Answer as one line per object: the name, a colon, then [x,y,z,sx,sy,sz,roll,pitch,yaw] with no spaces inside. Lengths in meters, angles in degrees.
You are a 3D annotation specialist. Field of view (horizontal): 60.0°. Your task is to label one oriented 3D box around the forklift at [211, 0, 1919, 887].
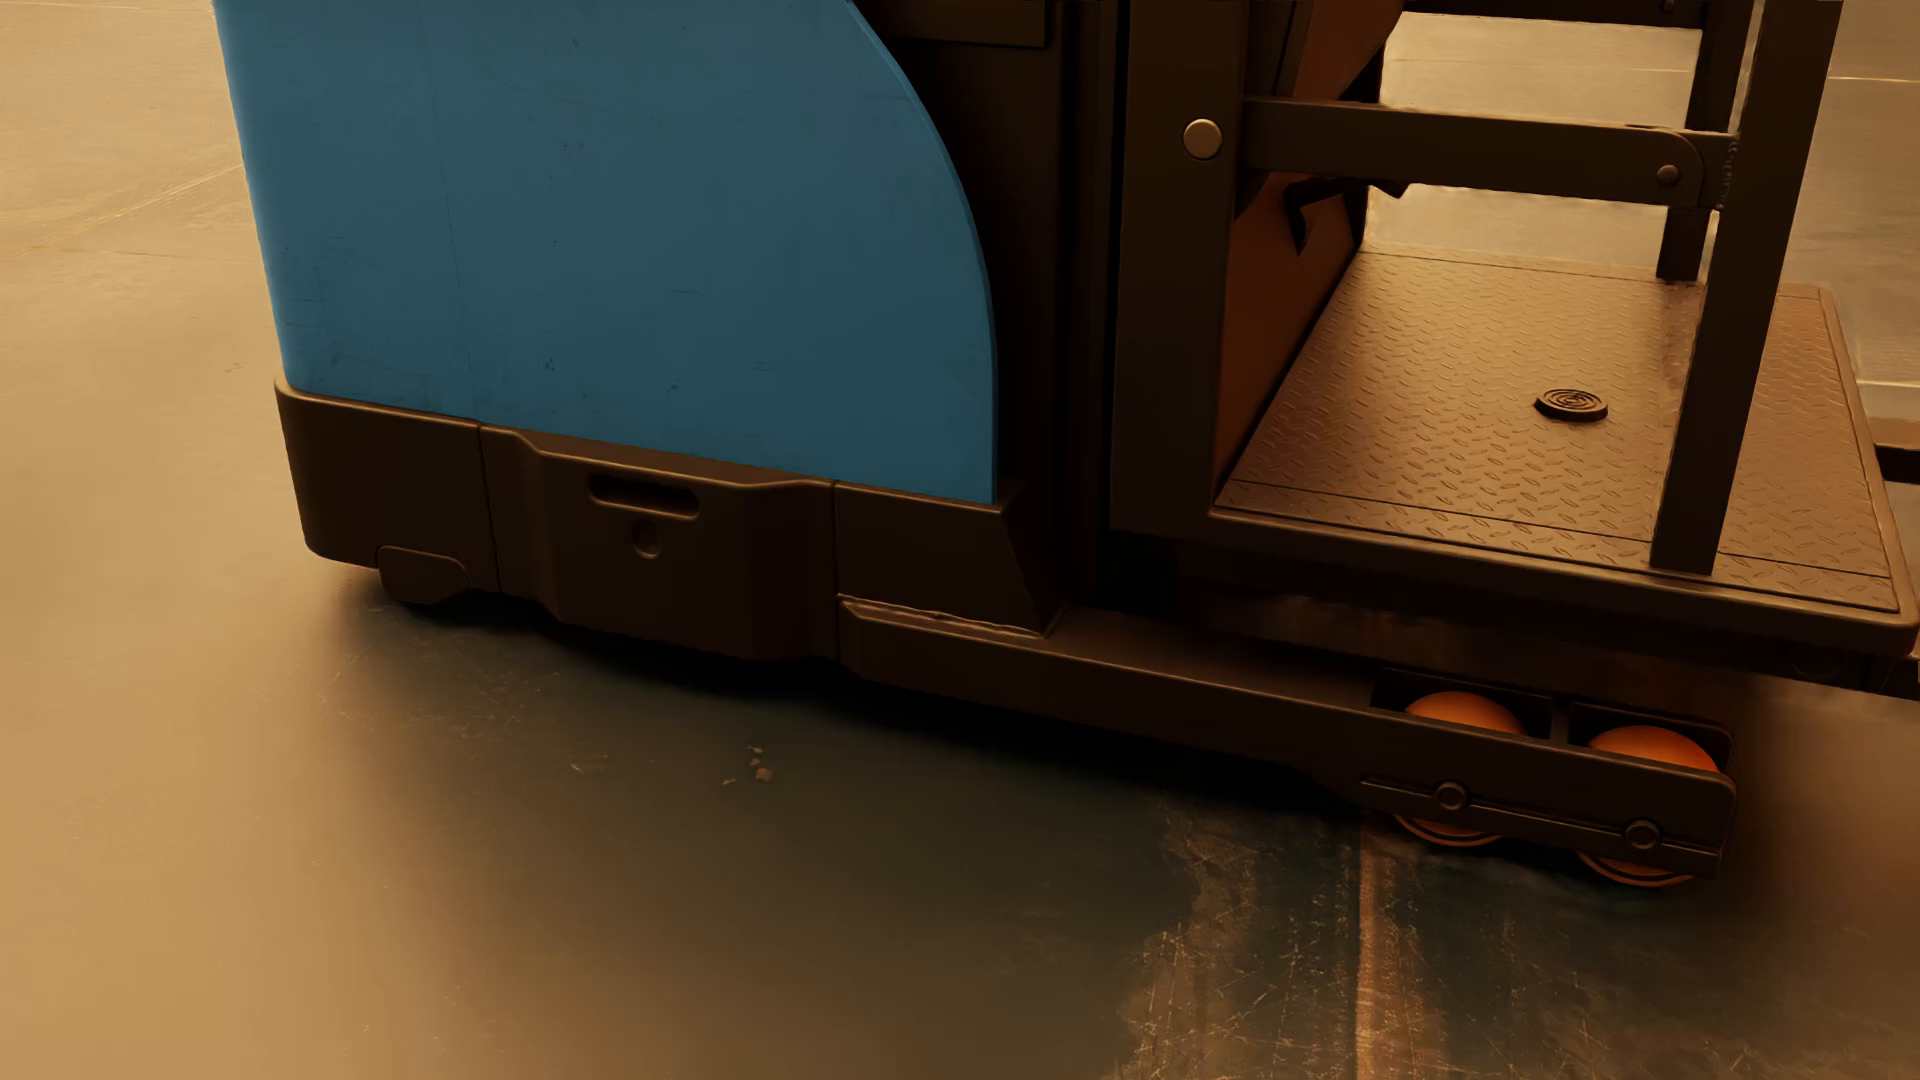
forklift: [0.642,-1.212,1.648,3.031,2.935,1.130,10,28,18]
